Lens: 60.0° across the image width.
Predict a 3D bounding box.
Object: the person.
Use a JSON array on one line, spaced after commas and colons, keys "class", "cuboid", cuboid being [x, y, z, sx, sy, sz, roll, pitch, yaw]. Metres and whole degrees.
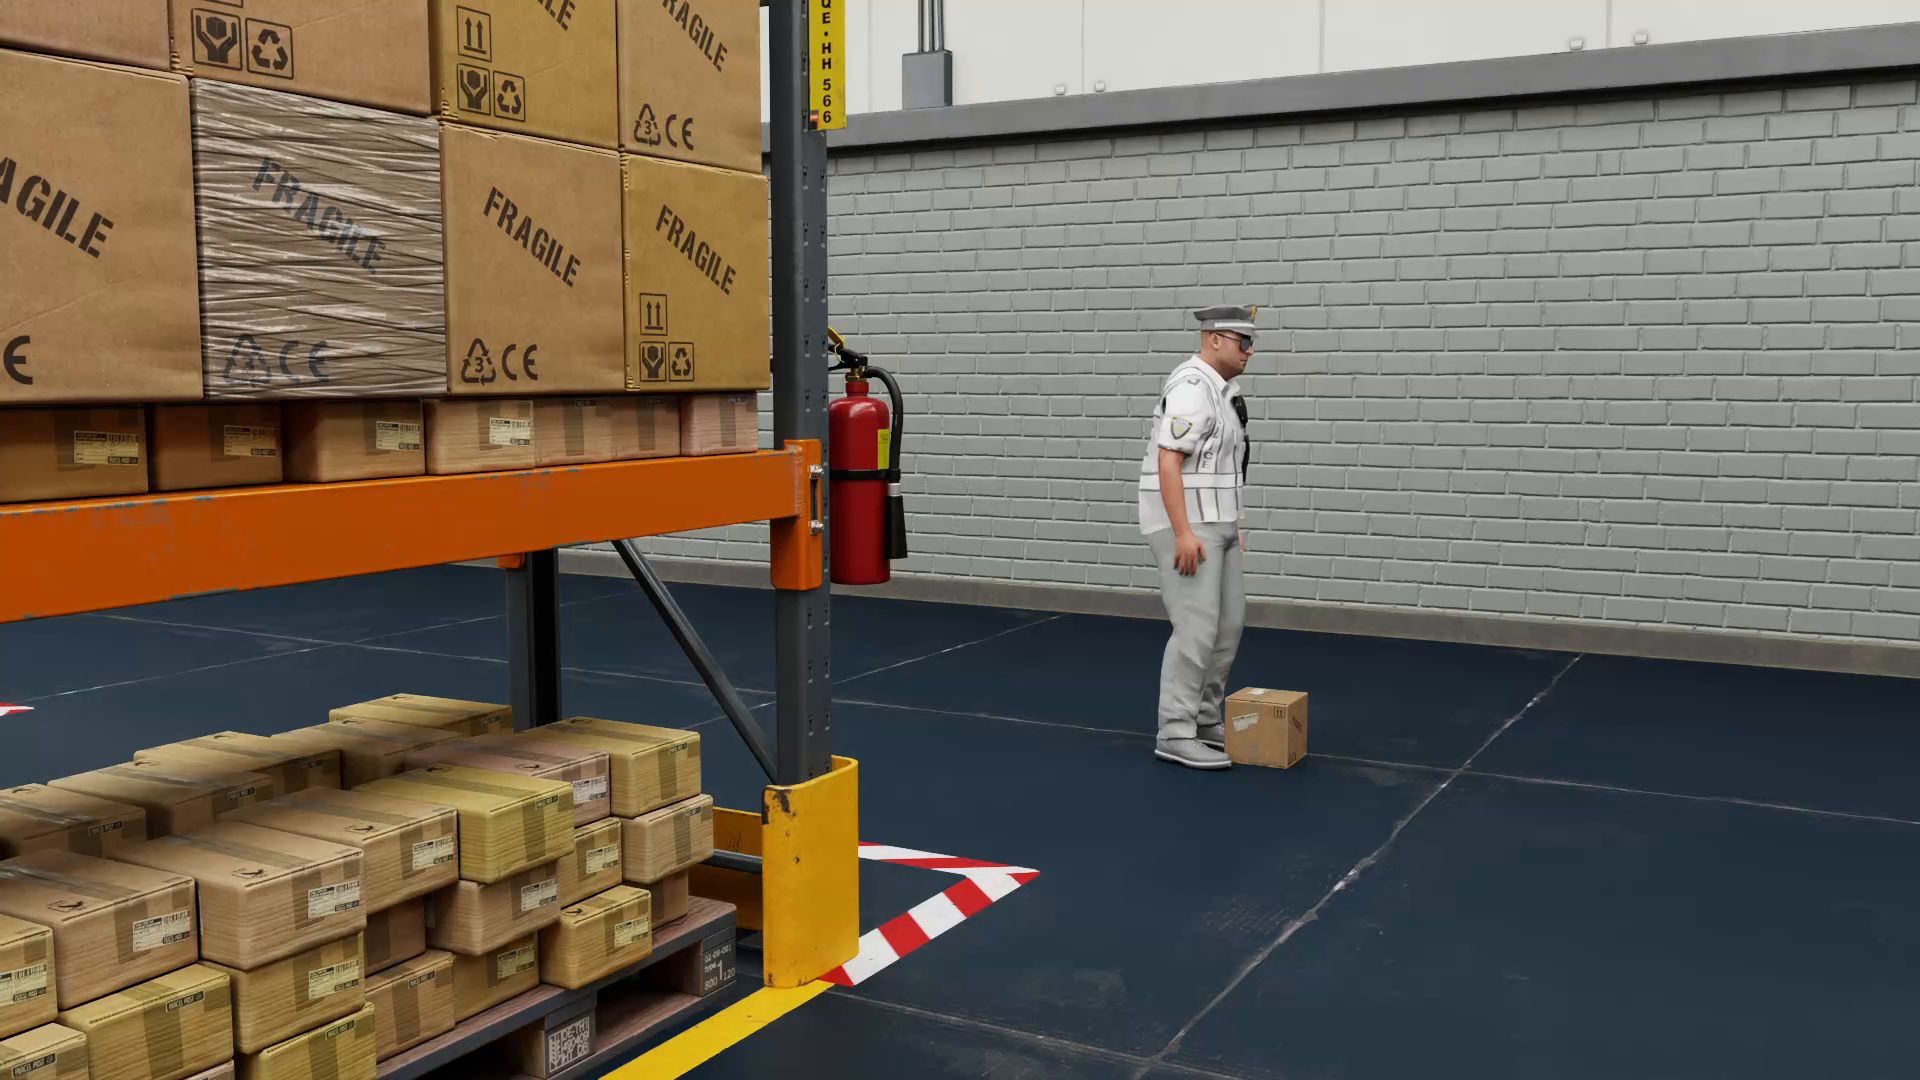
[{"class": "person", "cuboid": [0.932, -0.037, 6.454, 0.439, 1.747, 0.585, 3, 7, 28]}]
